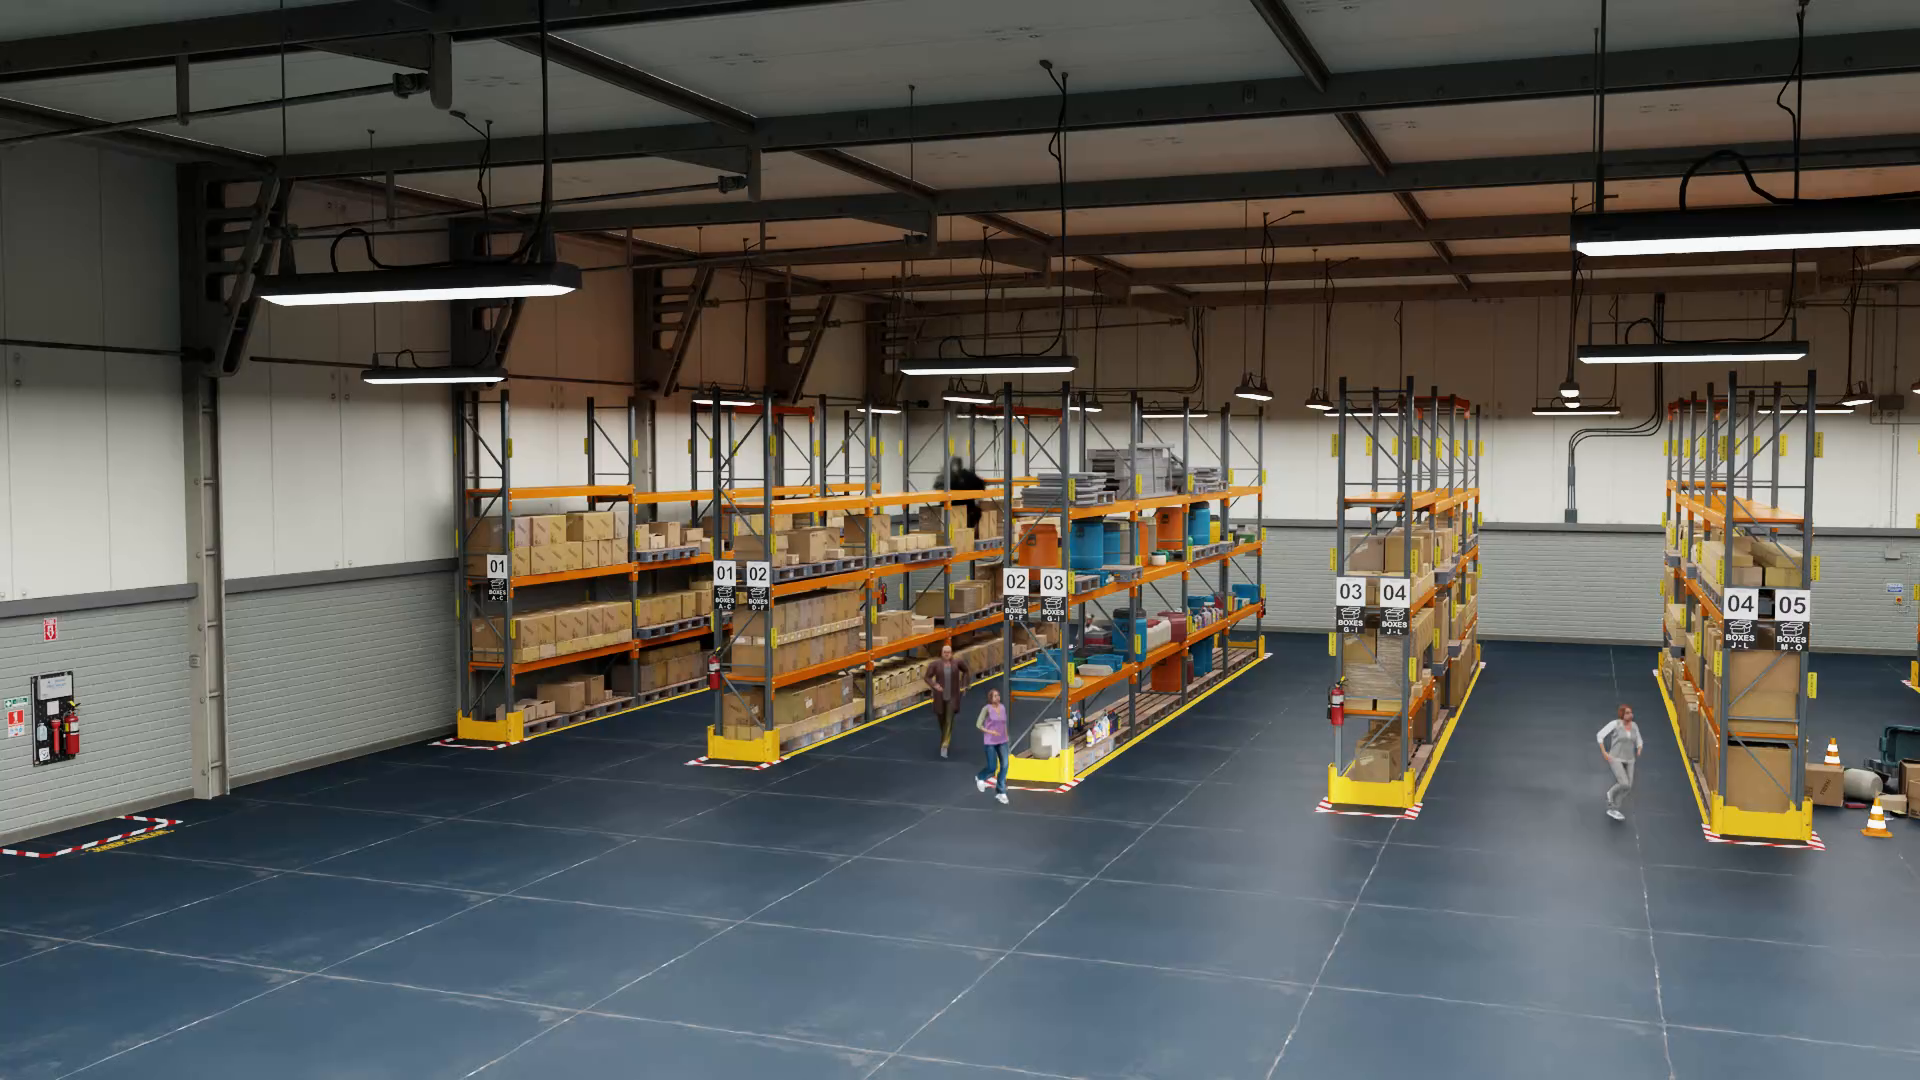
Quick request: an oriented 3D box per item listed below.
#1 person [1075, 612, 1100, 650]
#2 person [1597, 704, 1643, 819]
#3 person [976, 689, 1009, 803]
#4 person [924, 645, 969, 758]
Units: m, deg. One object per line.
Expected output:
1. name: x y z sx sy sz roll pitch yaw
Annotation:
1. person: 2.630 2.310 33.952 0.578 1.691 0.791 1 3 19
2. person: 8.900 2.985 22.312 0.585 1.561 0.508 0 3 -8
3. person: 0.466 2.914 23.721 0.544 1.599 0.695 -2 4 -30
4. person: -0.224 2.654 27.358 0.733 1.689 1.104 0 3 1
